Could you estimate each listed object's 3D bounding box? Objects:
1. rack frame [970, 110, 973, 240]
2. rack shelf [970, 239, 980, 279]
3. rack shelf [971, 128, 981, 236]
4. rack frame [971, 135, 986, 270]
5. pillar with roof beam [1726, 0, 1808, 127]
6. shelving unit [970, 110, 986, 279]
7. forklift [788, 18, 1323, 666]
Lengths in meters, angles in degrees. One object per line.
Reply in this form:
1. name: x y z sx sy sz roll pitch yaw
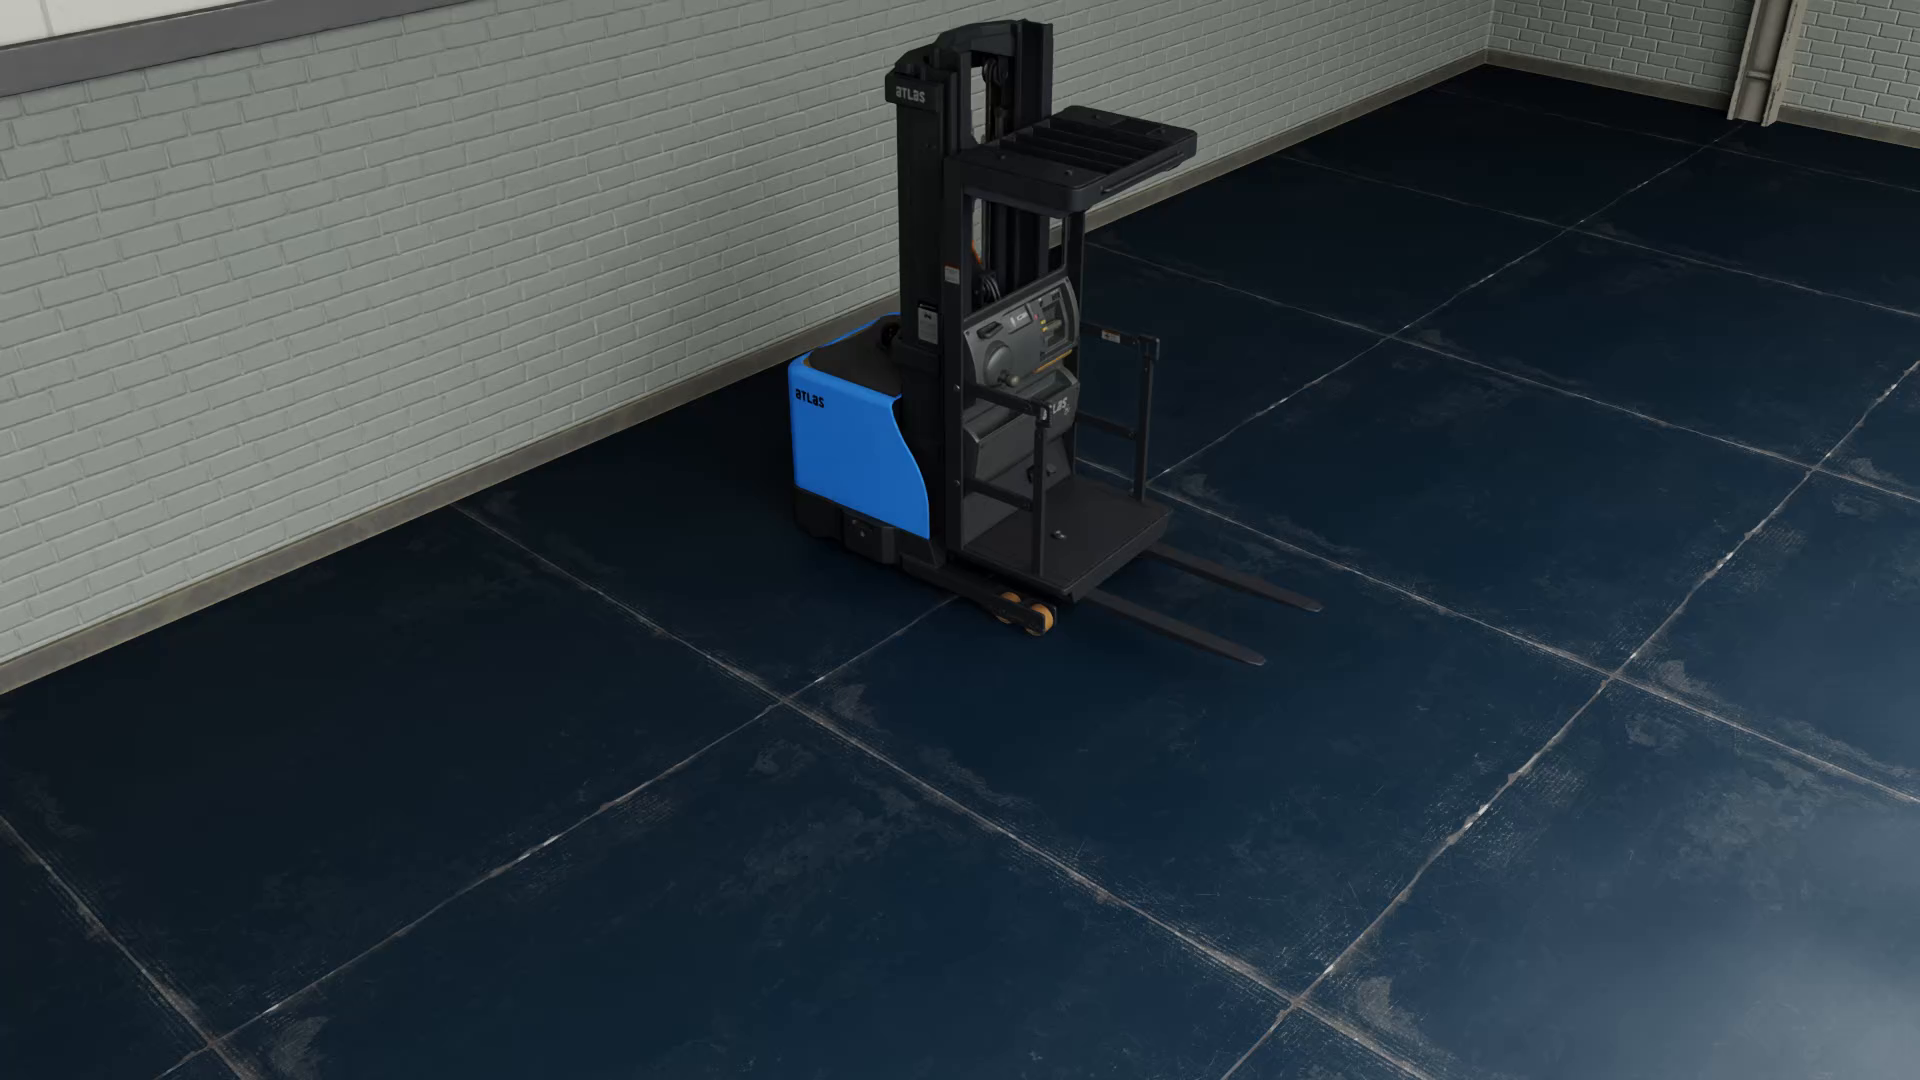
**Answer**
1. rack frame: -0.124 -1.630 10.366 0.400 2.100 0.015 -5 31 -8
2. rack shelf: -0.083 -1.494 10.167 0.431 0.518 0.480 -5 31 -8
3. rack shelf: -0.083 -2.094 9.806 0.431 0.518 0.480 -5 31 -8
4. rack frame: -0.042 -1.382 9.954 0.400 2.100 0.015 -5 31 -8
5. pillar with roof beam: 5.073 -6.441 11.669 0.400 9.000 9.100 25 39 35
6. shelving unit: -0.083 -1.506 10.160 0.431 2.100 0.503 -5 31 -8
7. forklift: 0.496 -1.058 8.610 3.031 2.935 1.130 22 37 32
